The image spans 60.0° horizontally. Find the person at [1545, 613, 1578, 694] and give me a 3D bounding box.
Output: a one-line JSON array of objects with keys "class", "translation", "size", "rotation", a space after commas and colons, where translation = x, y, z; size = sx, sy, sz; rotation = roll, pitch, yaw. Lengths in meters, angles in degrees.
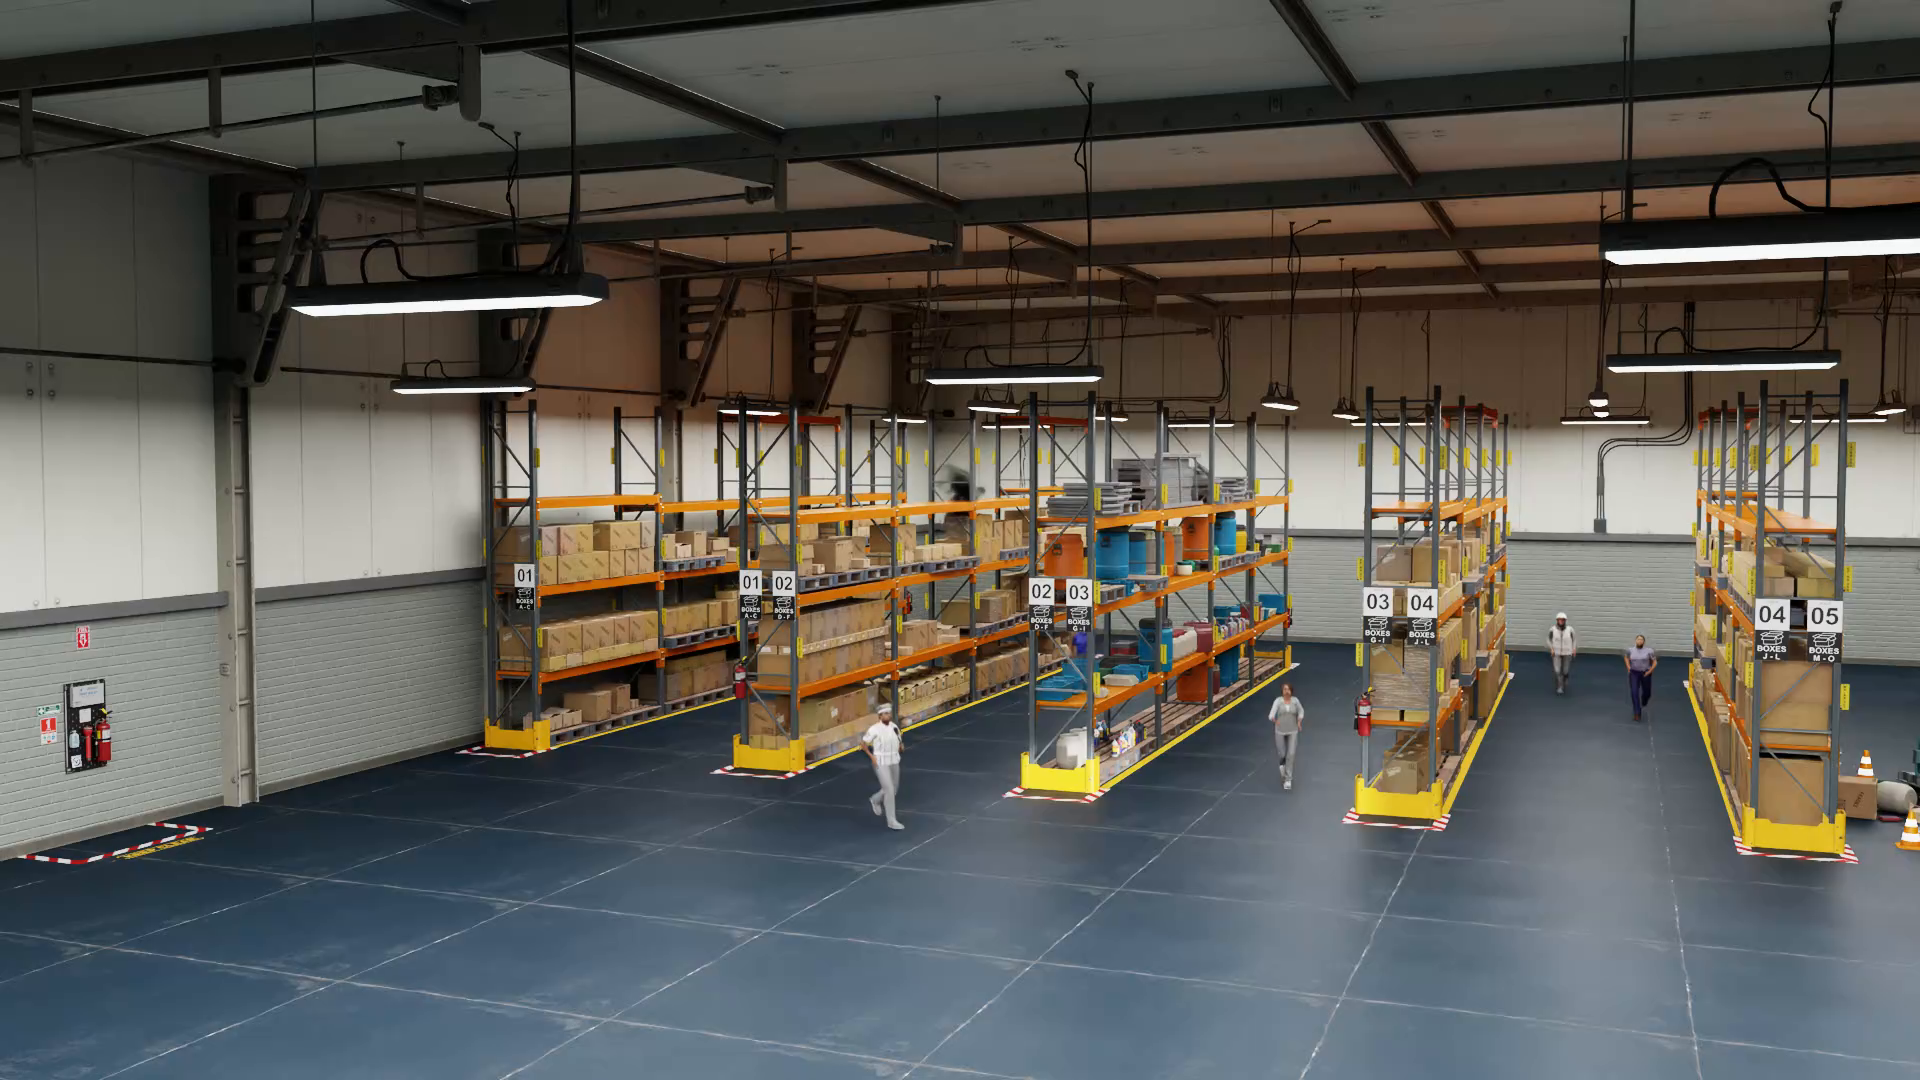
[{"class": "person", "translation": [12.822, 2.404, 35.459], "size": [0.644, 1.723, 0.619], "rotation": [1, 3, 19]}]

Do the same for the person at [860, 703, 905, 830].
[{"class": "person", "translation": [-1.022, 3.040, 22.595], "size": [0.587, 1.670, 0.871], "rotation": [-2, 4, -38]}]

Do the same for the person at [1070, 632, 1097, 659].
[{"class": "person", "translation": [2.565, 2.491, 34.578], "size": [0.579, 1.607, 0.678], "rotation": [1, 3, 12]}]

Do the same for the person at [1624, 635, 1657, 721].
[{"class": "person", "translation": [13.107, 2.643, 32.029], "size": [0.587, 1.639, 0.987], "rotation": [1, 3, 20]}]

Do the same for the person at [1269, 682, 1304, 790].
[{"class": "person", "translation": [4.978, 2.956, 25.338], "size": [0.538, 1.591, 0.839], "rotation": [0, 3, 7]}]
